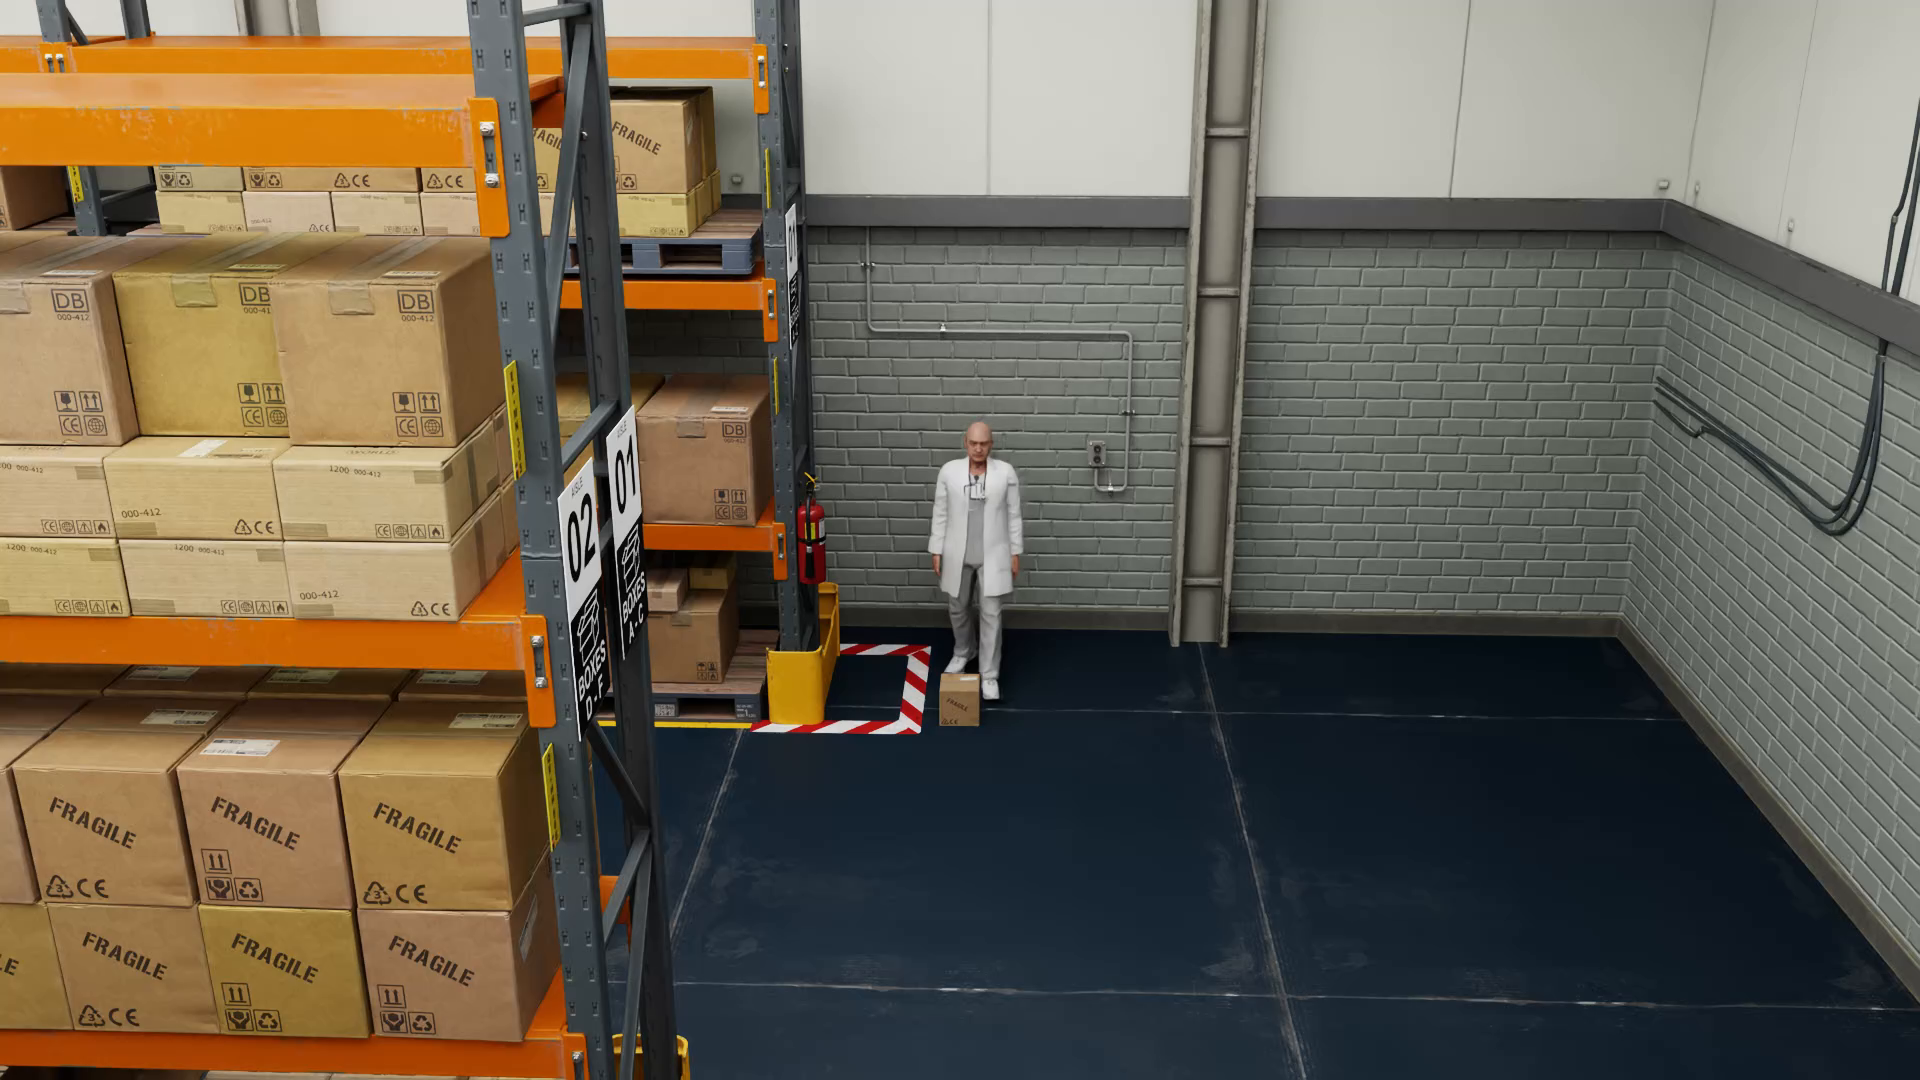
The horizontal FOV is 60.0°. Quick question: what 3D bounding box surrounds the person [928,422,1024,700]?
[{"bbox_3d":[0.096,0.113,10.777,0.624,1.783,0.721,2,21,6],"label":"person"}]
